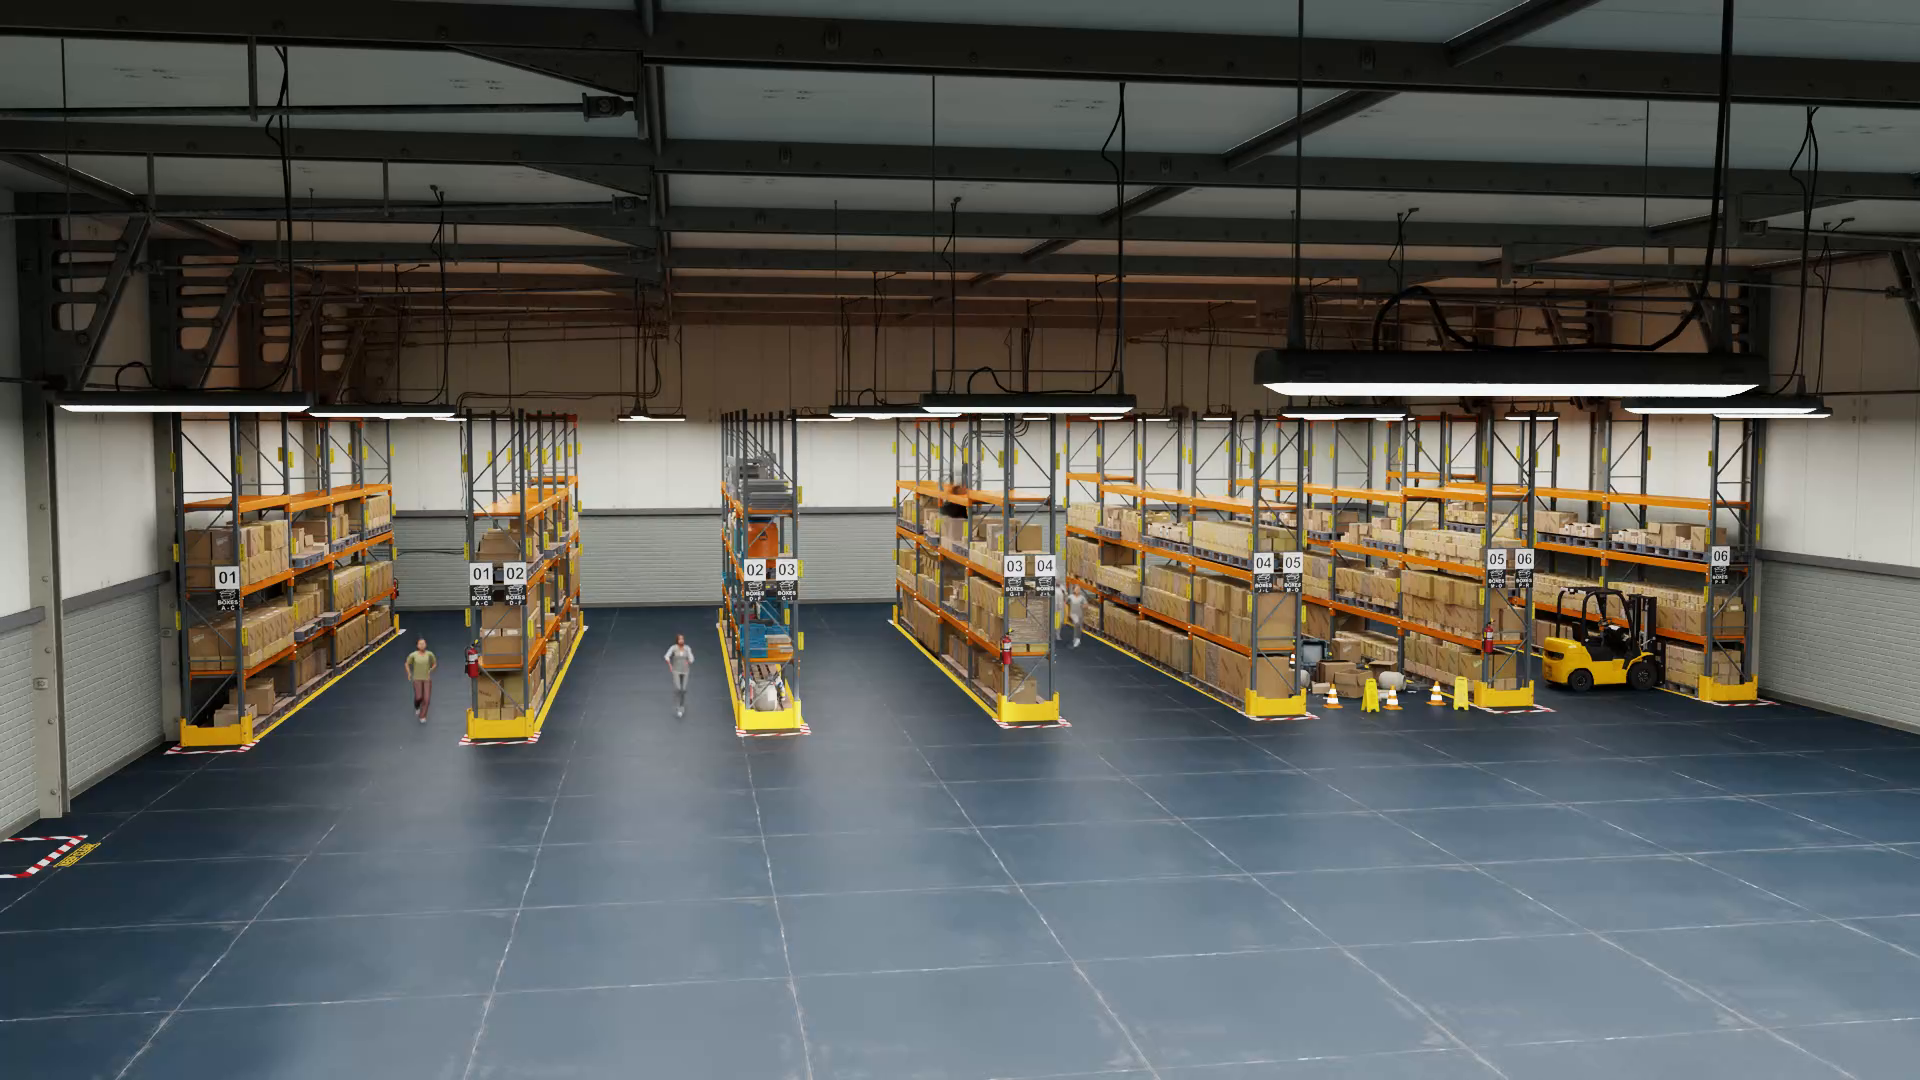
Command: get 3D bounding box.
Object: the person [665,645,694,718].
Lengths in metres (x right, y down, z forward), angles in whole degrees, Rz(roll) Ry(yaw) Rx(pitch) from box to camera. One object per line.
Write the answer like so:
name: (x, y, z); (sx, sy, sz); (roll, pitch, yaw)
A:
person: (-5.487, 2.762, 32.650); (0.535, 1.416, 0.654); (-2, 4, -22)

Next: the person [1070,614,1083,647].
person: (2.929, 2.253, 41.841); (0.354, 0.960, 0.968); (-1, 4, -10)

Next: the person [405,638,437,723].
person: (-10.301, 2.688, 31.852); (0.575, 1.627, 0.540); (-2, 4, -25)

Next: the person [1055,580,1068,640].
person: (2.558, 1.812, 44.228); (0.650, 1.675, 0.652); (-1, 4, -12)

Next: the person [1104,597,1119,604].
person: (4.438, 1.477, 49.903); (0.783, 1.581, 0.685); (3, 5, 38)
